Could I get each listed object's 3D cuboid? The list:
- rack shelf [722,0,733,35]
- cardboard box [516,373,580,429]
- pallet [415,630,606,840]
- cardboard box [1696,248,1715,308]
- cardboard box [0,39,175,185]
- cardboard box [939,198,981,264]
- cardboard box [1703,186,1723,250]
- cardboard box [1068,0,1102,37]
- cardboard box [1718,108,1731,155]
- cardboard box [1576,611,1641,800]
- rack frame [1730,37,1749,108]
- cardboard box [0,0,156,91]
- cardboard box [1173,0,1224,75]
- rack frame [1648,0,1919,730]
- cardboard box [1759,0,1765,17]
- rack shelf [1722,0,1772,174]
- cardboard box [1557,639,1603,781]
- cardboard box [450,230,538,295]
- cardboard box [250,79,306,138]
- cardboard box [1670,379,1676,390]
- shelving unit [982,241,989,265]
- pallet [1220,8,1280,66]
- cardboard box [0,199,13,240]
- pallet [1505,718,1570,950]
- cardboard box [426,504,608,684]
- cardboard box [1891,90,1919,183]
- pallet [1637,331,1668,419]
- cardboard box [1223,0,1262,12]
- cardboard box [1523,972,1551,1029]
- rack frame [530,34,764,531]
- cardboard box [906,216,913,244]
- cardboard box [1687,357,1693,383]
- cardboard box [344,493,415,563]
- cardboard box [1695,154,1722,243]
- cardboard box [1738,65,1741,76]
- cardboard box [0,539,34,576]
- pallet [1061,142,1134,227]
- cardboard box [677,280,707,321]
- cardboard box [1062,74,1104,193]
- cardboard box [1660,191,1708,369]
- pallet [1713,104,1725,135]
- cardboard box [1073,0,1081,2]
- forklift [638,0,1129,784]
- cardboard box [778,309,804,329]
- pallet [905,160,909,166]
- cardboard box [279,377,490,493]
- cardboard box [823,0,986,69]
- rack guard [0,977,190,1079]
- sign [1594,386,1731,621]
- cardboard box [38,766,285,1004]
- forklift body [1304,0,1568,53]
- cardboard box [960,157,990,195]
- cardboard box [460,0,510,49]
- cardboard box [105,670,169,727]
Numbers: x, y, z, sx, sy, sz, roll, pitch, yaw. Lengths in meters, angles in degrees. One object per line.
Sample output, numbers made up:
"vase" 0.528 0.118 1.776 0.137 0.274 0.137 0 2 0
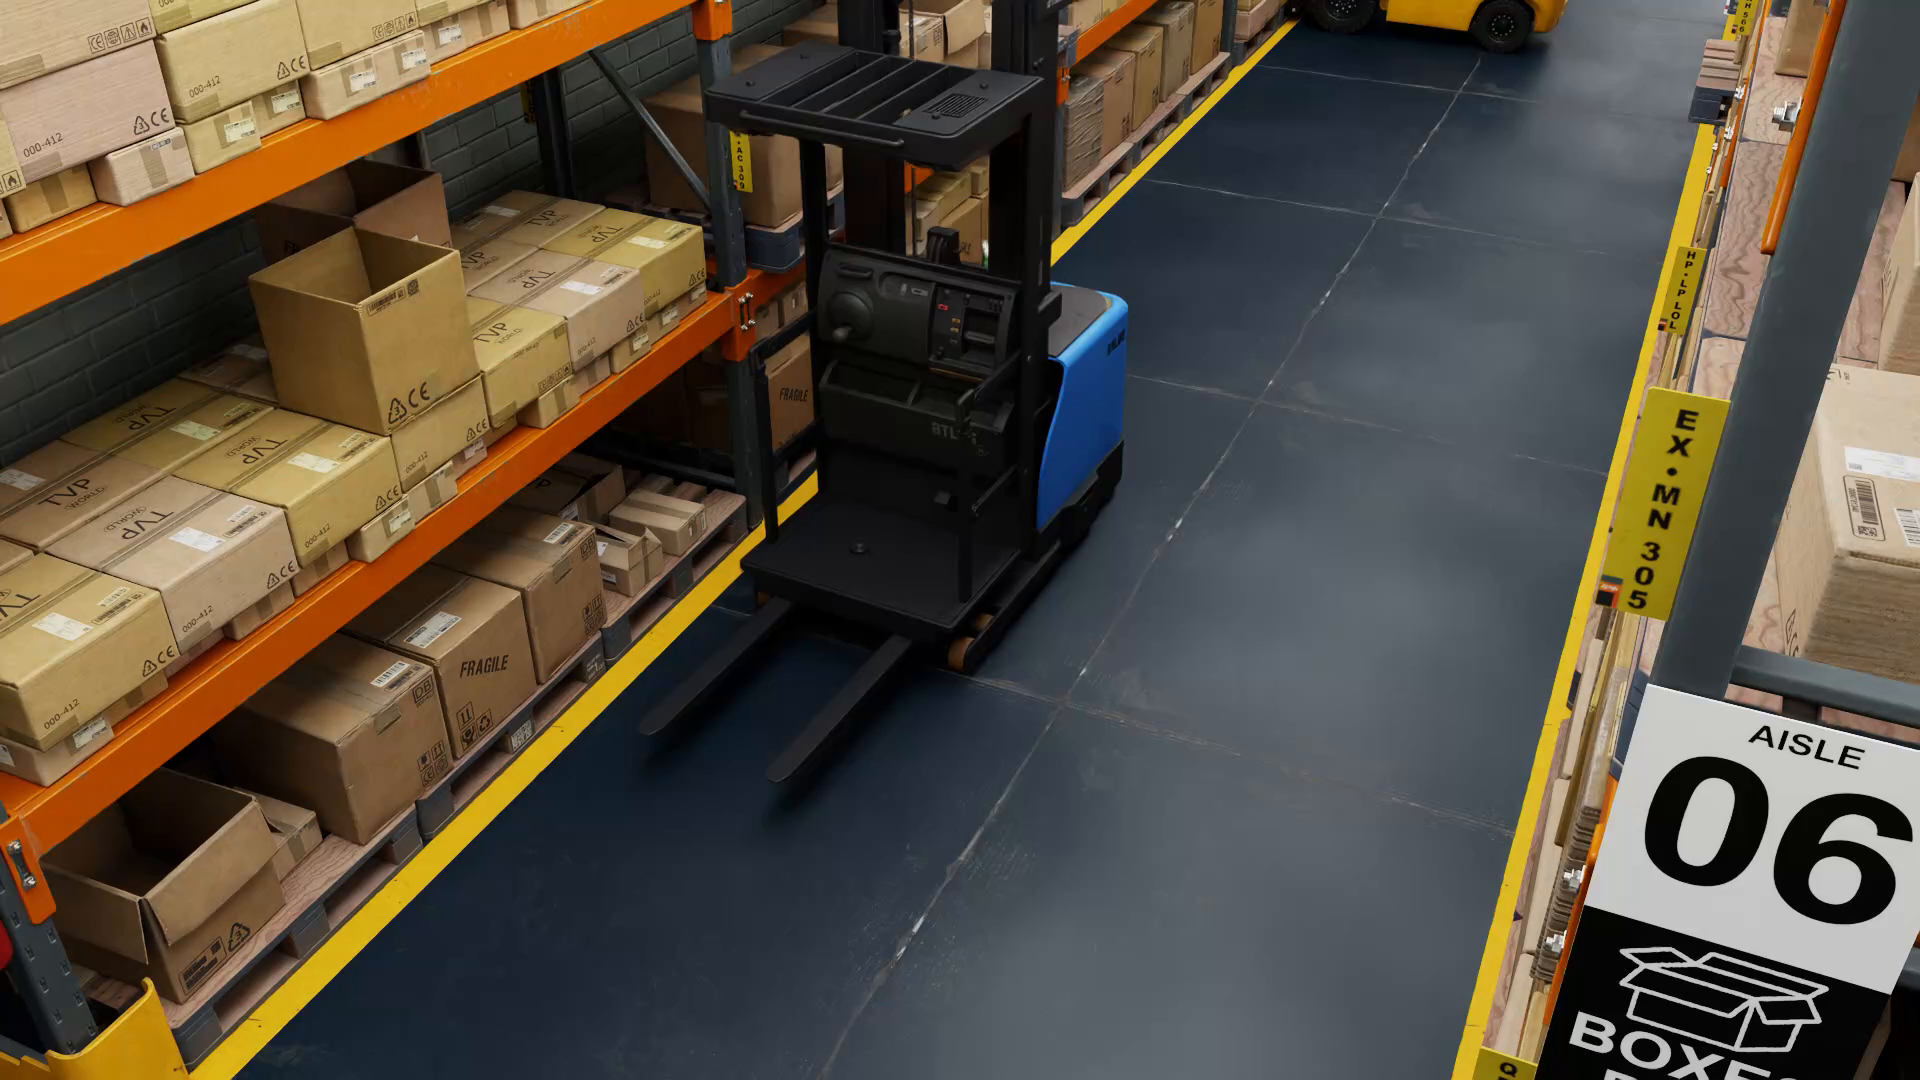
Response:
"rack shelf" -0.624 -3.396 8.614 1.077 0.370 4.000 14 36 20
"cardboard box" -1.757 -0.597 6.654 0.380 0.149 0.250 14 36 20
"pallet" -2.258 0.672 7.033 1.003 0.211 1.213 14 36 20
"cardboard box" 2.630 -0.588 5.408 0.500 0.500 0.500 14 36 21
"cardboard box" -2.506 -1.186 4.454 0.500 0.250 0.500 15 36 21
"cardboard box" -0.204 -1.801 10.157 0.500 0.500 0.500 16 36 23
"cardboard box" 3.008 -1.049 6.112 0.500 0.500 0.500 15 36 22
"cardboard box" 0.620 -3.541 11.051 0.500 0.250 0.500 14 36 21
"cardboard box" 4.289 -2.053 8.782 0.500 0.250 0.500 14 36 20
"cardboard box" 1.763 0.416 3.878 0.500 0.500 0.500 14 36 20
"rack frame" 4.723 -2.301 9.024 1.000 3.000 0.127 14 36 20
"cardboard box" -2.491 -1.392 4.311 0.500 0.250 0.500 14 36 20
"cardboard box" 1.678 -4.351 13.932 0.875 0.625 0.625 16 36 23
"rack frame" 1.376 -0.826 1.303 1.000 3.000 0.127 14 36 20
"cardboard box" 4.095 -2.323 8.054 0.500 0.500 0.500 14 36 21
"rack shelf" 3.886 -2.259 6.880 1.077 0.370 4.000 14 36 20
"cardboard box" 2.689 0.875 6.134 0.875 0.438 0.875 14 36 20
"cardboard box" -2.117 -1.072 7.015 0.500 0.250 0.500 14 36 20
"cardboard box" -2.233 -1.339 5.050 0.380 0.149 0.250 14 36 20
"cardboard box" 2.615 -0.177 5.694 0.500 0.500 0.500 15 36 22
"shelving unit" 0.286 -1.259 9.675 0.258 0.503 1.200 3 33 -9
"pallet" 2.257 -4.651 15.150 1.003 0.211 1.213 14 36 20
"cardboard box" -2.704 -0.845 4.297 0.380 0.149 0.250 15 36 21
"pallet" 2.660 1.218 6.201 1.003 0.211 1.213 14 36 20
"cardboard box" -1.965 0.199 7.108 0.700 0.500 0.500 13 35 19
"cardboard box" 2.514 -1.145 3.957 0.797 0.503 0.637 17 37 24
"pallet" 4.324 -0.760 9.217 1.003 0.211 1.213 14 36 20
"cardboard box" 2.369 -4.835 14.558 0.500 0.250 0.500 14 36 20
"cardboard box" 1.561 1.094 3.756 0.500 0.500 0.500 13 36 19
"rack frame" -1.461 -1.446 7.720 1.000 3.000 0.127 14 36 20
"cardboard box" -0.493 -1.771 9.521 0.380 0.149 0.250 14 36 21
"cardboard box" 2.223 -0.439 4.590 0.380 0.149 0.250 13 35 19
"cardboard box" -2.163 -0.080 5.866 0.380 0.149 0.250 13 35 19
"cardboard box" 3.625 -1.500 7.483 0.500 0.250 0.500 15 36 21
"cardboard box" 4.693 -2.739 9.538 0.380 0.149 0.250 15 36 21
"cardboard box" -3.183 0.194 5.084 0.500 0.250 0.500 15 36 22
"pallet" 0.593 -2.673 12.134 1.003 0.211 1.213 14 36 20
"cardboard box" -1.365 -1.124 7.458 0.380 0.149 0.250 15 36 21
"cardboard box" 0.486 -2.928 11.763 0.875 0.625 0.625 15 36 22
"cardboard box" 4.358 -1.264 8.996 0.875 0.875 0.875 14 36 20
"pallet" 6.645 -3.470 13.350 1.003 0.211 1.213 14 36 20
"cardboard box" 0.643 -3.744 10.905 0.500 0.250 0.500 14 36 20
"forklift" -0.294 -0.921 6.982 1.130 2.935 3.031 16 37 23
"cardboard box" -1.023 -1.121 8.529 0.380 0.149 0.250 13 35 19
"pallet" -0.597 -2.388 9.332 1.003 0.211 1.213 14 36 20
"cardboard box" -2.085 -0.444 6.057 0.500 0.250 0.500 13 36 19
"cardboard box" -0.302 -2.802 9.310 0.797 0.503 0.637 13 36 19
"rack guard" -3.103 1.553 5.425 1.175 0.500 0.348 14 36 20
"sign" 0.889 -0.040 2.105 0.100 0.325 0.005 14 36 20
"cardboard box" -2.792 1.131 5.683 0.797 0.503 0.637 13 35 19
"forklift body" 4.423 -5.705 14.989 2.313 2.155 1.214 14 36 20
"cardboard box" 0.000 -2.272 10.284 0.380 0.149 0.250 13 35 19
"cardboard box" -1.814 -1.848 5.826 0.380 0.149 0.250 15 36 22
"cardboard box" -2.683 0.413 5.114 0.380 0.149 0.250 15 36 22
